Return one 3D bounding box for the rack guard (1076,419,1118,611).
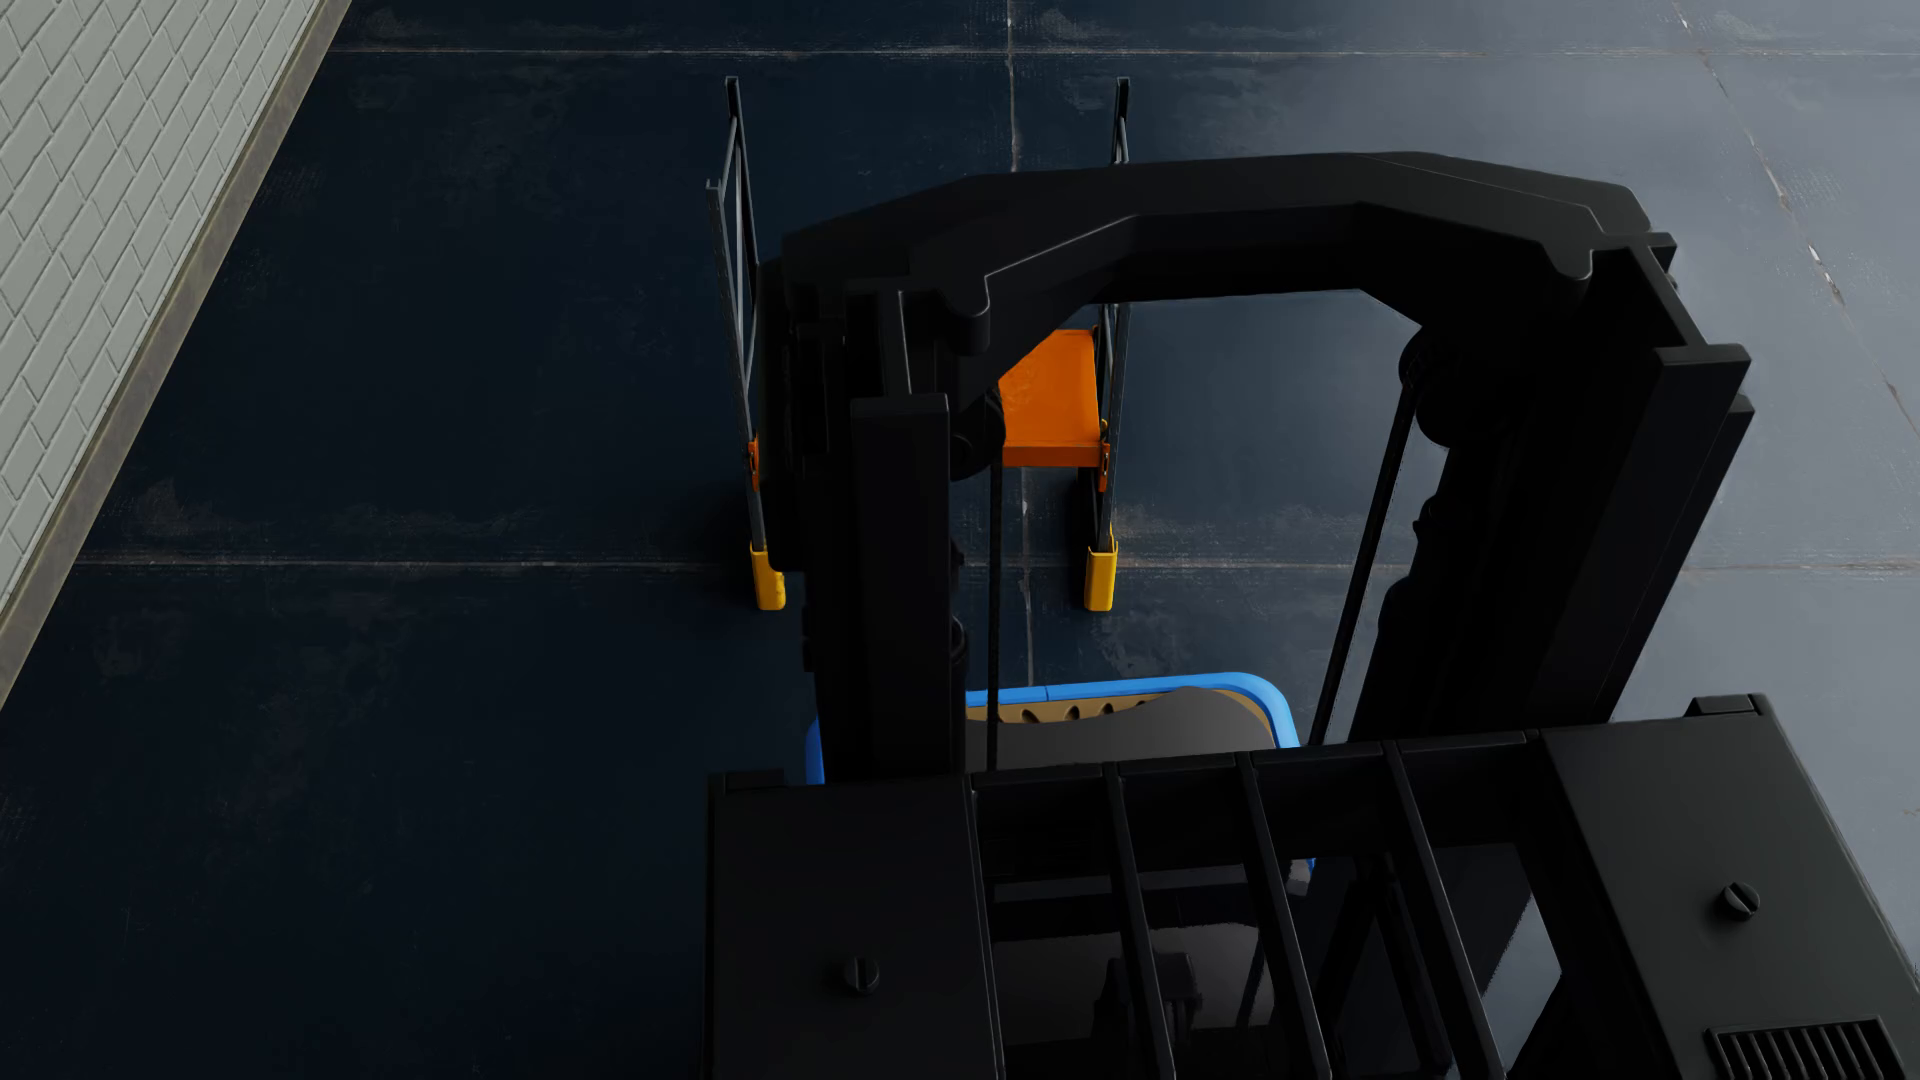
[{"bbox_3d":[0.422,-0.084,5.157,0.087,0.250,0.587,0,47,0],"label":"rack guard"}]

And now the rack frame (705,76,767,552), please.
[{"bbox_3d":[-0.594,-0.513,4.703,0.032,1.500,0.500,0,47,0],"label":"rack frame"}]

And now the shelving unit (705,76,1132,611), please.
[{"bbox_3d":[-0.076,-0.511,4.701,1.083,1.500,0.587,0,47,0],"label":"shelving unit"}]

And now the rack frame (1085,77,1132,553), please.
[{"bbox_3d":[0.423,-0.510,4.700,0.032,1.500,0.500,0,47,0],"label":"rack frame"}]

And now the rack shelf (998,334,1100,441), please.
[{"bbox_3d":[-0.085,-0.434,4.784,0.952,0.026,0.459,0,47,0],"label":"rack shelf"}]

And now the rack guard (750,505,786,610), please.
[{"bbox_3d":[-0.574,-0.087,5.160,0.087,0.250,0.587,0,47,0],"label":"rack guard"}]
